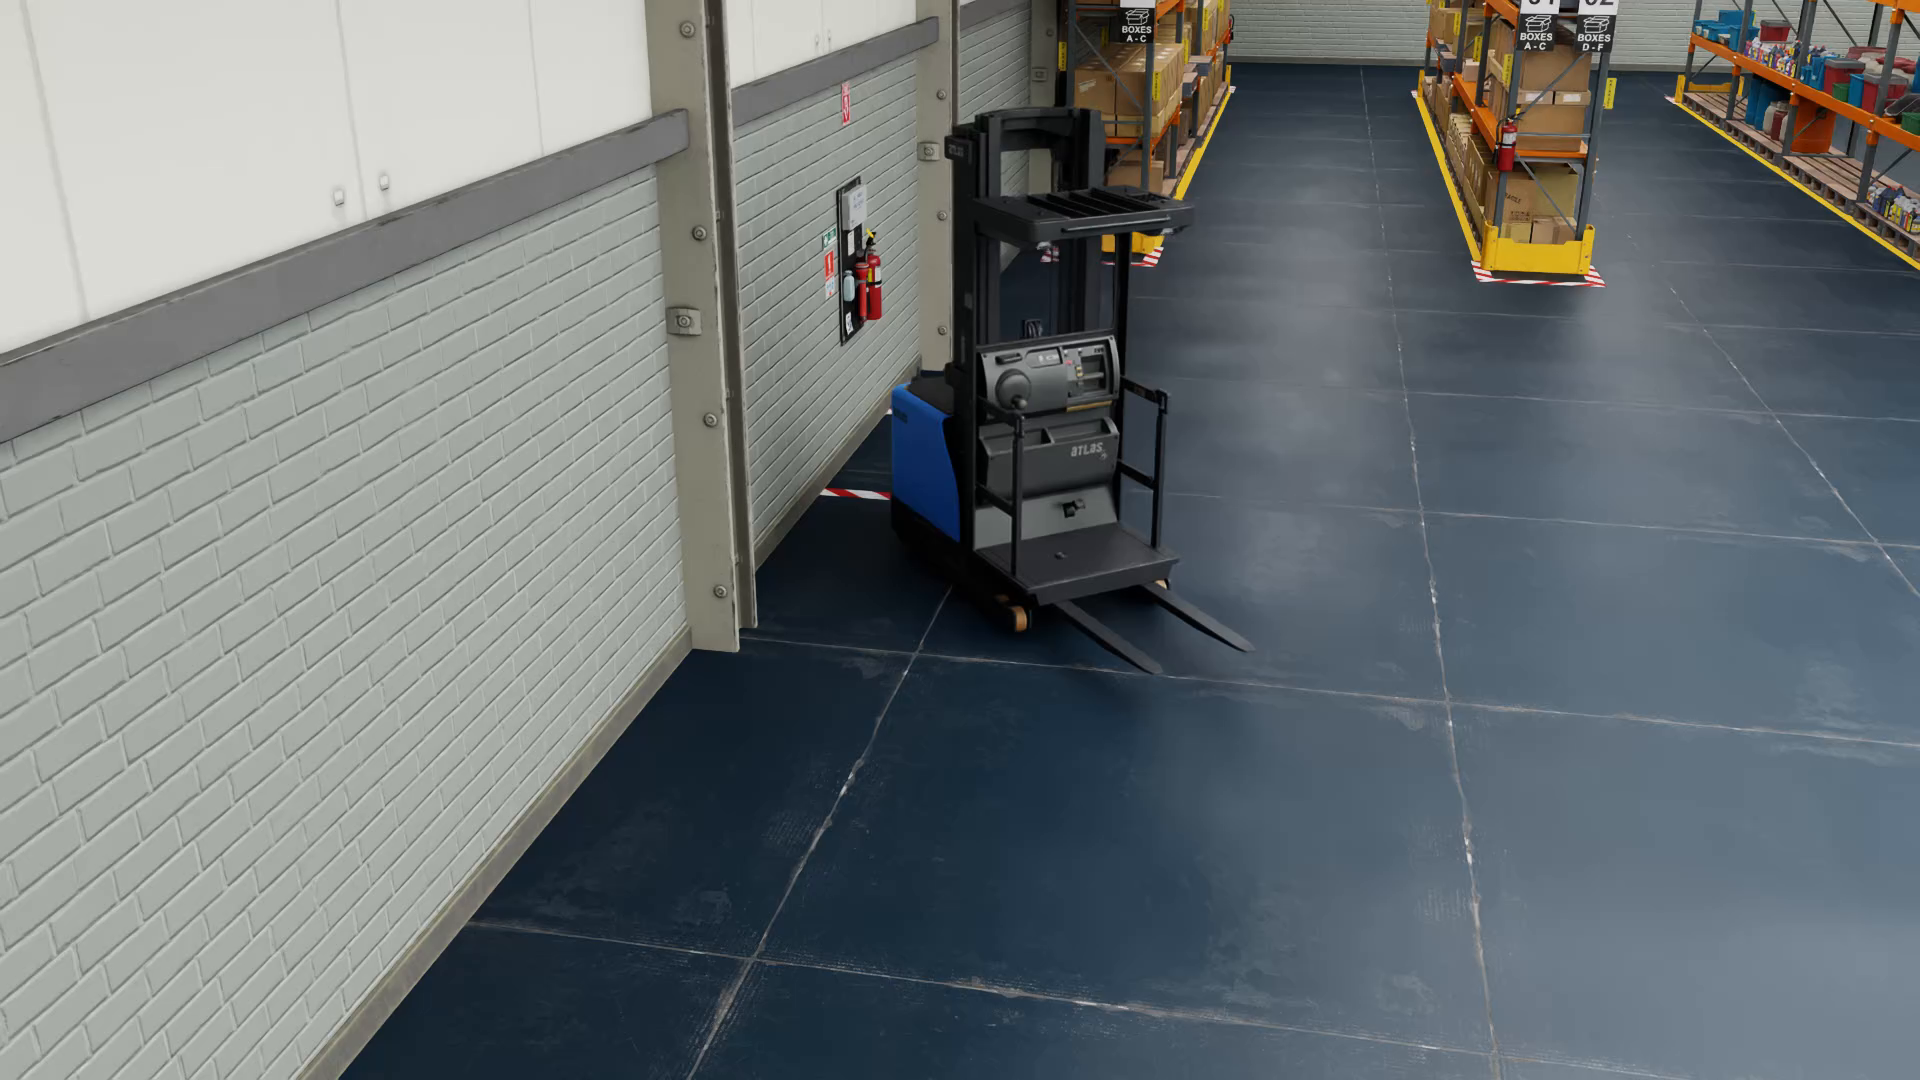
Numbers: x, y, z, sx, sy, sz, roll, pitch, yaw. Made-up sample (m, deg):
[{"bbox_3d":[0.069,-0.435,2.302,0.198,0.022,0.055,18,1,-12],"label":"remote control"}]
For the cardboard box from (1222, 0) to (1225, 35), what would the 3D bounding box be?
[{"bbox_3d":[4.605,-10.143,32.123,0.980,0.700,0.700,3,22,8],"label":"cardboard box"}]

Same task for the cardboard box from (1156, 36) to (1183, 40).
[{"bbox_3d":[2.811,-6.986,23.961,0.700,0.500,0.500,7,23,16],"label":"cardboard box"}]

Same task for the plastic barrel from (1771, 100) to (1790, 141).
[{"bbox_3d":[13.381,-6.725,26.702,0.600,0.588,0.708,4,22,11],"label":"plastic barrel"}]

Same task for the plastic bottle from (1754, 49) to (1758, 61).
[{"bbox_3d":[13.271,-8.076,27.658,0.097,0.201,0.097,0,22,0],"label":"plastic bottle"}]

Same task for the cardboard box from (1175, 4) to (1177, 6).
[{"bbox_3d":[3.316,-8.727,27.445,0.500,0.250,0.500,4,22,9],"label":"cardboard box"}]

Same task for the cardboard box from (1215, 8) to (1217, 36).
[{"bbox_3d":[4.337,-9.279,29.820,0.500,0.500,0.500,4,22,10],"label":"cardboard box"}]

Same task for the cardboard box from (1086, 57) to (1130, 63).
[{"bbox_3d":[1.838,-5.734,20.746,0.500,0.500,0.500,4,22,9],"label":"cardboard box"}]

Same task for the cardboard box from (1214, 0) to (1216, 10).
[{"bbox_3d":[4.226,-9.439,29.212,0.500,0.250,0.500,5,22,12],"label":"cardboard box"}]

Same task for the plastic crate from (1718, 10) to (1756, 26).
[{"bbox_3d":[14.814,-9.889,31.765,0.616,0.435,0.499,4,22,11],"label":"plastic crate"}]

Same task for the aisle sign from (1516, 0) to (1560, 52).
[{"bbox_3d":[6.286,-5.713,18.044,0.394,0.787,0.004,4,22,11],"label":"aisle sign"}]

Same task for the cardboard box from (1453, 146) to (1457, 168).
[{"bbox_3d":[7.518,-5.623,24.418,0.500,0.250,0.500,5,22,12],"label":"cardboard box"}]

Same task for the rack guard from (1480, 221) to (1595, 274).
[{"bbox_3d":[6.582,-3.340,18.979,1.175,0.500,0.348,4,22,11],"label":"rack guard"}]

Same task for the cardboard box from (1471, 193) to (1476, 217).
[{"bbox_3d":[6.701,-4.196,20.876,0.500,0.250,0.500,4,22,11],"label":"cardboard box"}]

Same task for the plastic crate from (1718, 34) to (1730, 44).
[{"bbox_3d":[13.945,-9.084,30.166,0.293,0.136,0.466,4,22,11],"label":"plastic crate"}]

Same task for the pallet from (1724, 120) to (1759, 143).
[{"bbox_3d":[13.685,-6.946,28.318,1.003,0.211,1.213,4,22,11],"label":"pallet"}]

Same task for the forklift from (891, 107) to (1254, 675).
[{"bbox_3d":[0.650,-0.990,9.888,1.130,2.935,3.031,-11,24,-25],"label":"forklift"}]

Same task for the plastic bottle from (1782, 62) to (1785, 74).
[{"bbox_3d":[12.880,-7.376,25.919,0.097,0.201,0.097,0,22,0],"label":"plastic bottle"}]

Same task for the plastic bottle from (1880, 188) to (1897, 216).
[{"bbox_3d":[11.642,-4.235,20.812,0.144,0.351,0.185,4,22,9],"label":"plastic bottle"}]

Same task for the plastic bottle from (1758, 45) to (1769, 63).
[{"bbox_3d":[13.227,-7.982,27.324,0.152,0.276,0.135,4,22,11],"label":"plastic bottle"}]

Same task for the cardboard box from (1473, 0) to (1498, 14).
[{"bbox_3d":[9.407,-9.558,29.600,0.500,0.500,0.500,5,22,12],"label":"cardboard box"}]

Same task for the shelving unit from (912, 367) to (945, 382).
[{"bbox_3d":[-0.212,-0.660,11.588,0.215,1.050,0.252,3,22,7],"label":"shelving unit"}]

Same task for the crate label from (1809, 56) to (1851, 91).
[{"bbox_3d":[12.600,-6.729,24.000,0.502,0.435,0.616,4,22,11],"label":"crate label"}]

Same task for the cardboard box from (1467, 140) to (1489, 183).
[{"bbox_3d":[6.907,-4.910,21.644,0.500,0.500,0.500,4,22,11],"label":"cardboard box"}]

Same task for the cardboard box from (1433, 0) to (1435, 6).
[{"bbox_3d":[9.403,-10.537,32.028,0.500,0.500,0.500,5,22,11],"label":"cardboard box"}]

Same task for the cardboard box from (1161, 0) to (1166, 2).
[{"bbox_3d":[2.194,-6.629,19.622,0.500,0.500,0.500,6,23,14],"label":"cardboard box"}]

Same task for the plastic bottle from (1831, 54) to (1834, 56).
[{"bbox_3d":[13.711,-7.508,26.152,0.097,0.271,0.097,0,22,0],"label":"plastic bottle"}]

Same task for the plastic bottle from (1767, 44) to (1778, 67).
[{"bbox_3d":[13.104,-7.803,26.778,0.144,0.351,0.185,4,22,11],"label":"plastic bottle"}]

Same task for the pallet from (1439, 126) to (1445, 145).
[{"bbox_3d":[8.659,-6.856,28.095,1.003,0.211,1.213,4,22,11],"label":"pallet"}]

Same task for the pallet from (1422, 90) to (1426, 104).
[{"bbox_3d":[9.674,-8.747,32.791,1.003,0.211,1.213,4,22,11],"label":"pallet"}]

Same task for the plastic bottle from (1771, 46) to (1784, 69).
[{"bbox_3d":[13.039,-7.686,26.489,0.144,0.351,0.185,4,22,11],"label":"plastic bottle"}]

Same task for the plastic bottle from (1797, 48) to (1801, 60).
[{"bbox_3d":[13.816,-7.975,27.312,0.097,0.271,0.097,0,22,0],"label":"plastic bottle"}]

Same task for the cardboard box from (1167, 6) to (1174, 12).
[{"bbox_3d":[3.207,-8.538,26.975,0.500,0.250,0.500,5,22,12],"label":"cardboard box"}]

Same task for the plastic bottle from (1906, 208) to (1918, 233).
[{"bbox_3d":[11.386,-3.823,19.878,0.061,0.283,0.133,5,22,12],"label":"plastic bottle"}]

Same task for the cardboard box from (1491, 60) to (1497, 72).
[{"bbox_3d":[7.107,-6.144,21.591,0.380,0.149,0.250,5,22,12],"label":"cardboard box"}]

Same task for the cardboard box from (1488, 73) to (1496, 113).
[{"bbox_3d":[7.318,-5.855,21.743,0.700,0.500,0.500,4,22,10],"label":"cardboard box"}]

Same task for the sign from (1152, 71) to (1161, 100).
[{"bbox_3d":[2.267,-5.245,19.204,0.100,0.325,0.005,4,22,11],"label":"sign"}]

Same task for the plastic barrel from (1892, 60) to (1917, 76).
[{"bbox_3d":[12.811,-6.257,22.693,0.433,0.535,0.433,0,22,0],"label":"plastic barrel"}]

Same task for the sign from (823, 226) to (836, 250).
[{"bbox_3d":[-0.938,-2.181,11.996,0.001,0.109,0.331,4,22,11],"label":"sign"}]

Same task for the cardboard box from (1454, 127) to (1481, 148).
[{"bbox_3d":[7.515,-5.878,24.300,0.500,0.311,0.500,4,22,10],"label":"cardboard box"}]

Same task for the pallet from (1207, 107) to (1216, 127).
[{"bbox_3d":[4.101,-7.692,30.171,1.003,0.211,1.213,4,22,11],"label":"pallet"}]

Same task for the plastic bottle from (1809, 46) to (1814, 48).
[{"bbox_3d":[13.942,-7.974,27.304,0.152,0.276,0.135,4,22,11],"label":"plastic bottle"}]

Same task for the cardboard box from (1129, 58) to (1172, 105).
[{"bbox_3d":[2.350,-5.693,20.644,0.500,0.500,0.500,4,22,9],"label":"cardboard box"}]

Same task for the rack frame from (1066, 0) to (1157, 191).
[{"bbox_3d":[1.736,-4.885,19.468,1.000,3.000,0.127,4,22,11],"label":"rack frame"}]

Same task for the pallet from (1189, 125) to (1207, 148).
[{"bbox_3d":[3.603,-6.800,27.955,1.003,0.211,1.213,4,22,11],"label":"pallet"}]

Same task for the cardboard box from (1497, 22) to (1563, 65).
[{"bbox_3d":[7.216,-6.272,21.042,0.700,0.500,0.500,4,22,11],"label":"cardboard box"}]

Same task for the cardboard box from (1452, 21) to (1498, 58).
[{"bbox_3d":[8.237,-7.915,26.294,0.700,0.500,0.500,-3,22,-7],"label":"cardboard box"}]

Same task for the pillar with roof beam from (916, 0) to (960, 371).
[{"bbox_3d":[4.022,-5.467,12.883,9.100,9.000,0.400,4,22,11],"label":"pillar with roof beam"}]

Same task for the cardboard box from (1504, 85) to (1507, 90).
[{"bbox_3d":[6.741,-5.484,19.953,0.380,0.149,0.250,5,22,12],"label":"cardboard box"}]

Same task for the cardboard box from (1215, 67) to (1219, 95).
[{"bbox_3d":[4.650,-8.946,32.334,0.700,0.500,0.500,5,22,12],"label":"cardboard box"}]

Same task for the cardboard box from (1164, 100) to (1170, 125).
[{"bbox_3d":[2.348,-5.356,20.811,0.500,0.250,0.500,4,22,10],"label":"cardboard box"}]

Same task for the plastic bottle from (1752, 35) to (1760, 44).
[{"bbox_3d":[13.486,-8.377,28.204,0.144,0.351,0.185,4,22,11],"label":"plastic bottle"}]

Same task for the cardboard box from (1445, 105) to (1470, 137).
[{"bbox_3d":[8.180,-6.839,27.077,0.500,0.500,0.500,5,23,13],"label":"cardboard box"}]

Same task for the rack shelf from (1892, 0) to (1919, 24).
[{"bbox_3d":[11.843,-5.919,18.983,1.077,0.370,4.000,4,22,11],"label":"rack shelf"}]

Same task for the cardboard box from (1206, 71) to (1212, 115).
[{"bbox_3d":[4.001,-7.898,29.265,0.750,0.750,0.750,5,23,13],"label":"cardboard box"}]

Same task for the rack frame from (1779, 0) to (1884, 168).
[{"bbox_3d":[13.067,-7.056,24.857,1.000,3.000,0.127,4,22,11],"label":"rack frame"}]

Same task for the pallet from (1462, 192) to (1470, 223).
[{"bbox_3d":[7.199,-4.391,21.973,1.003,0.211,1.213,4,22,11],"label":"pallet"}]

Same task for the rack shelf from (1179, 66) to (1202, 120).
[{"bbox_3d":[2.961,-6.746,25.051,1.077,0.370,4.000,4,22,11],"label":"rack shelf"}]

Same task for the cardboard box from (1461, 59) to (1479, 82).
[{"bbox_3d":[7.847,-7.081,25.039,0.500,0.311,0.500,4,22,10],"label":"cardboard box"}]
